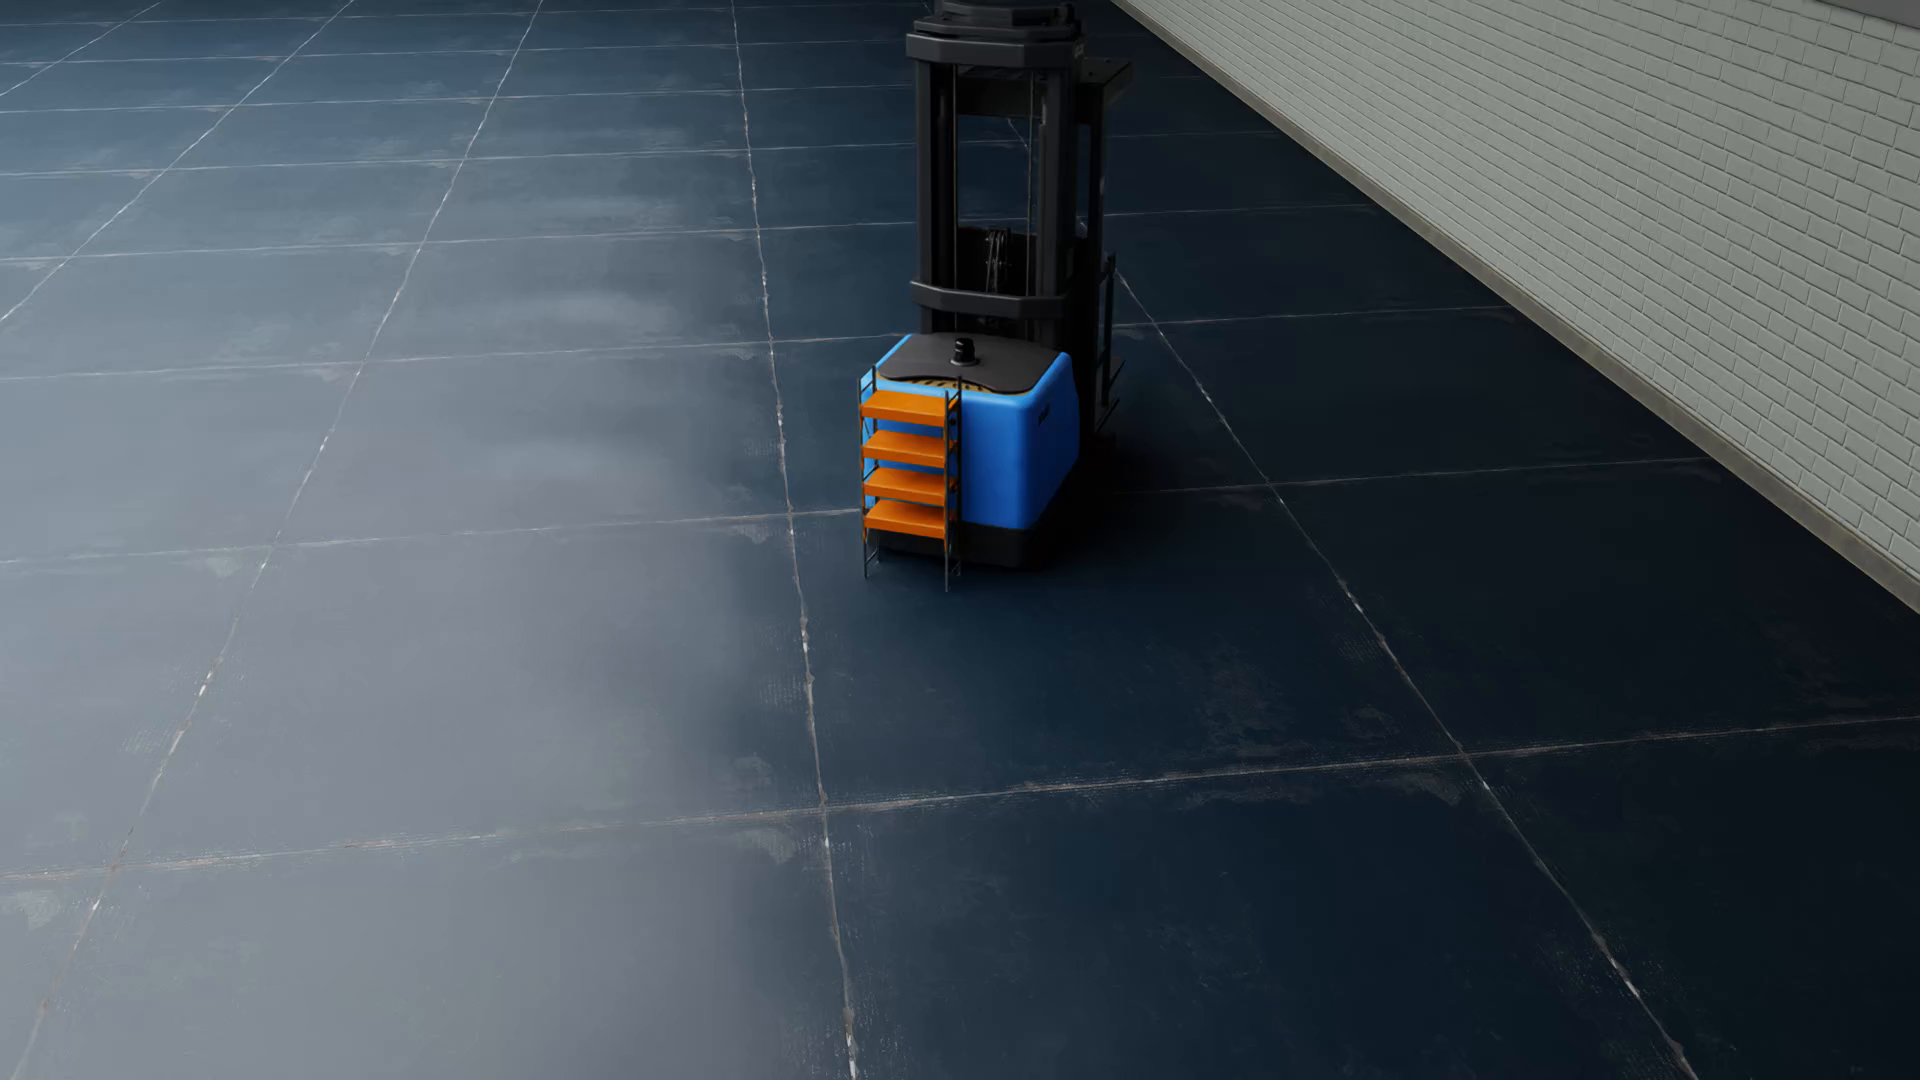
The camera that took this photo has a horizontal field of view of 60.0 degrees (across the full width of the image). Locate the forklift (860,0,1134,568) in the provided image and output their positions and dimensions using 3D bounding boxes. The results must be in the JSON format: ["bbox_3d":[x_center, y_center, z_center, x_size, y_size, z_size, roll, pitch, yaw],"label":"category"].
[{"bbox_3d":[0.374,-1.799,10.046,1.130,2.935,3.031,9,28,16],"label":"forklift"}]

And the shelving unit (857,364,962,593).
[{"bbox_3d":[-0.267,-0.326,9.071,0.503,1.200,0.258,9,28,16],"label":"shelving unit"}]

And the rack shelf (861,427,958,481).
[{"bbox_3d":[-0.267,-0.465,9.000,0.480,0.148,0.258,9,28,16],"label":"rack shelf"}]

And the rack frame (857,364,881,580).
[{"bbox_3d":[-0.499,-0.361,9.139,0.015,1.200,0.240,9,28,16],"label":"rack frame"}]

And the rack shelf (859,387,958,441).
[{"bbox_3d":[-0.267,-0.676,8.892,0.480,0.148,0.258,9,28,16],"label":"rack shelf"}]

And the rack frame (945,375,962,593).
[{"bbox_3d":[-0.035,-0.291,9.003,0.015,1.200,0.240,9,28,16],"label":"rack frame"}]

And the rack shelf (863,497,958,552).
[{"bbox_3d":[-0.267,-0.090,9.193,0.480,0.148,0.258,9,28,16],"label":"rack shelf"}]

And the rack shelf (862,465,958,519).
[{"bbox_3d":[-0.267,-0.266,9.102,0.480,0.148,0.258,9,28,16],"label":"rack shelf"}]
